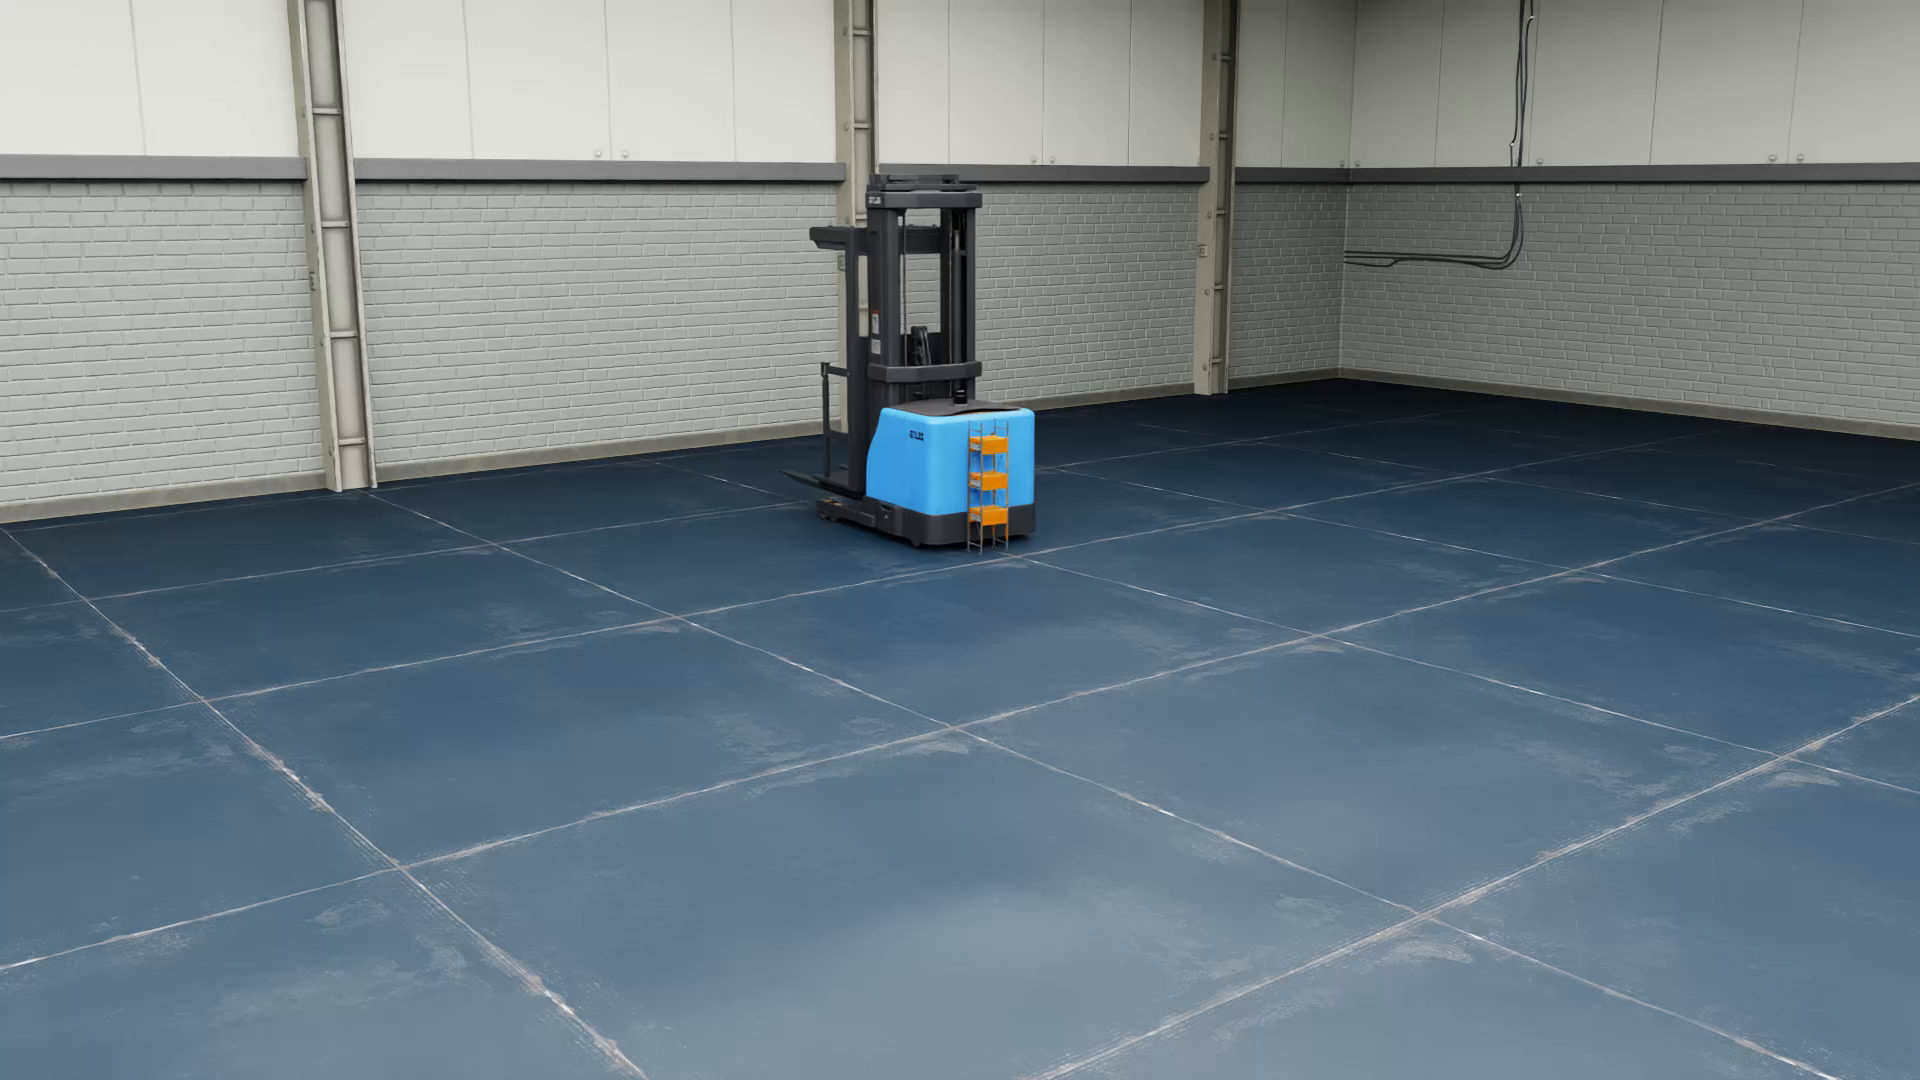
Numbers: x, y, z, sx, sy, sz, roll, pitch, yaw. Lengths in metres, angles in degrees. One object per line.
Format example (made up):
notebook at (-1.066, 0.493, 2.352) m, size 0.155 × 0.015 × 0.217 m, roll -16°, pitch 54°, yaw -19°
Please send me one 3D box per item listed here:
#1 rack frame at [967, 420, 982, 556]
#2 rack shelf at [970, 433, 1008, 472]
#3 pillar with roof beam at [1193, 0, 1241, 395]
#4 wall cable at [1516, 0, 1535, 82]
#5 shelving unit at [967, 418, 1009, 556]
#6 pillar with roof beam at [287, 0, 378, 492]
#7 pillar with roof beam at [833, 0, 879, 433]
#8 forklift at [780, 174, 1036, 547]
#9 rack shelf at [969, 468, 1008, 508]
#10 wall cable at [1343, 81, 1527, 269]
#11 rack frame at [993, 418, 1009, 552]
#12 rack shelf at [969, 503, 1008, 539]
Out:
rack frame at (0.116, -0.408, 13.022) m, size 0.008 × 1.050 × 0.200 m, roll -8°, pitch 14°, yaw -32°
rack shelf at (0.220, -0.689, 13.029) m, size 0.240 × 0.259 × 0.215 m, roll -8°, pitch 14°, yaw -32°
pillar with roof beam at (6.201, -5.768, 19.126) m, size 0.400 × 9.000 × 9.100 m, roll -9°, pitch 15°, yaw -38°
wall cable at (8.328, -7.146, 20.936) m, size 0.112 × 2.526 × 3.097 m, roll -9°, pitch 15°, yaw -38°
shelving unit at (0.219, -0.422, 13.086) m, size 0.252 × 1.050 × 0.215 m, roll -8°, pitch 14°, yaw -32°
pillar with roof beam at (-3.169, -4.210, 11.793) m, size 0.400 × 9.000 × 9.100 m, roll -9°, pitch 15°, yaw -38°
pillar with roof beam at (1.516, -4.989, 15.459) m, size 0.400 × 9.000 × 9.100 m, roll -9°, pitch 15°, yaw -38°
forklift at (-0.595, -1.637, 14.284) m, size 1.130 × 2.935 × 3.031 m, roll -8°, pitch 14°, yaw -32°
rack shelf at (0.219, -0.411, 13.088) m, size 0.240 × 0.259 × 0.215 m, roll -8°, pitch 14°, yaw -32°
wall cable at (6.638, -5.115, 23.527) m, size 0.112 × 2.526 × 3.097 m, roll -9°, pitch 15°, yaw -38°
rack frame at (0.322, -0.435, 13.150) m, size 0.008 × 1.050 × 0.200 m, roll -8°, pitch 14°, yaw -32°
rack shelf at (0.219, -0.140, 13.146) m, size 0.240 × 0.259 × 0.215 m, roll -8°, pitch 14°, yaw -32°
